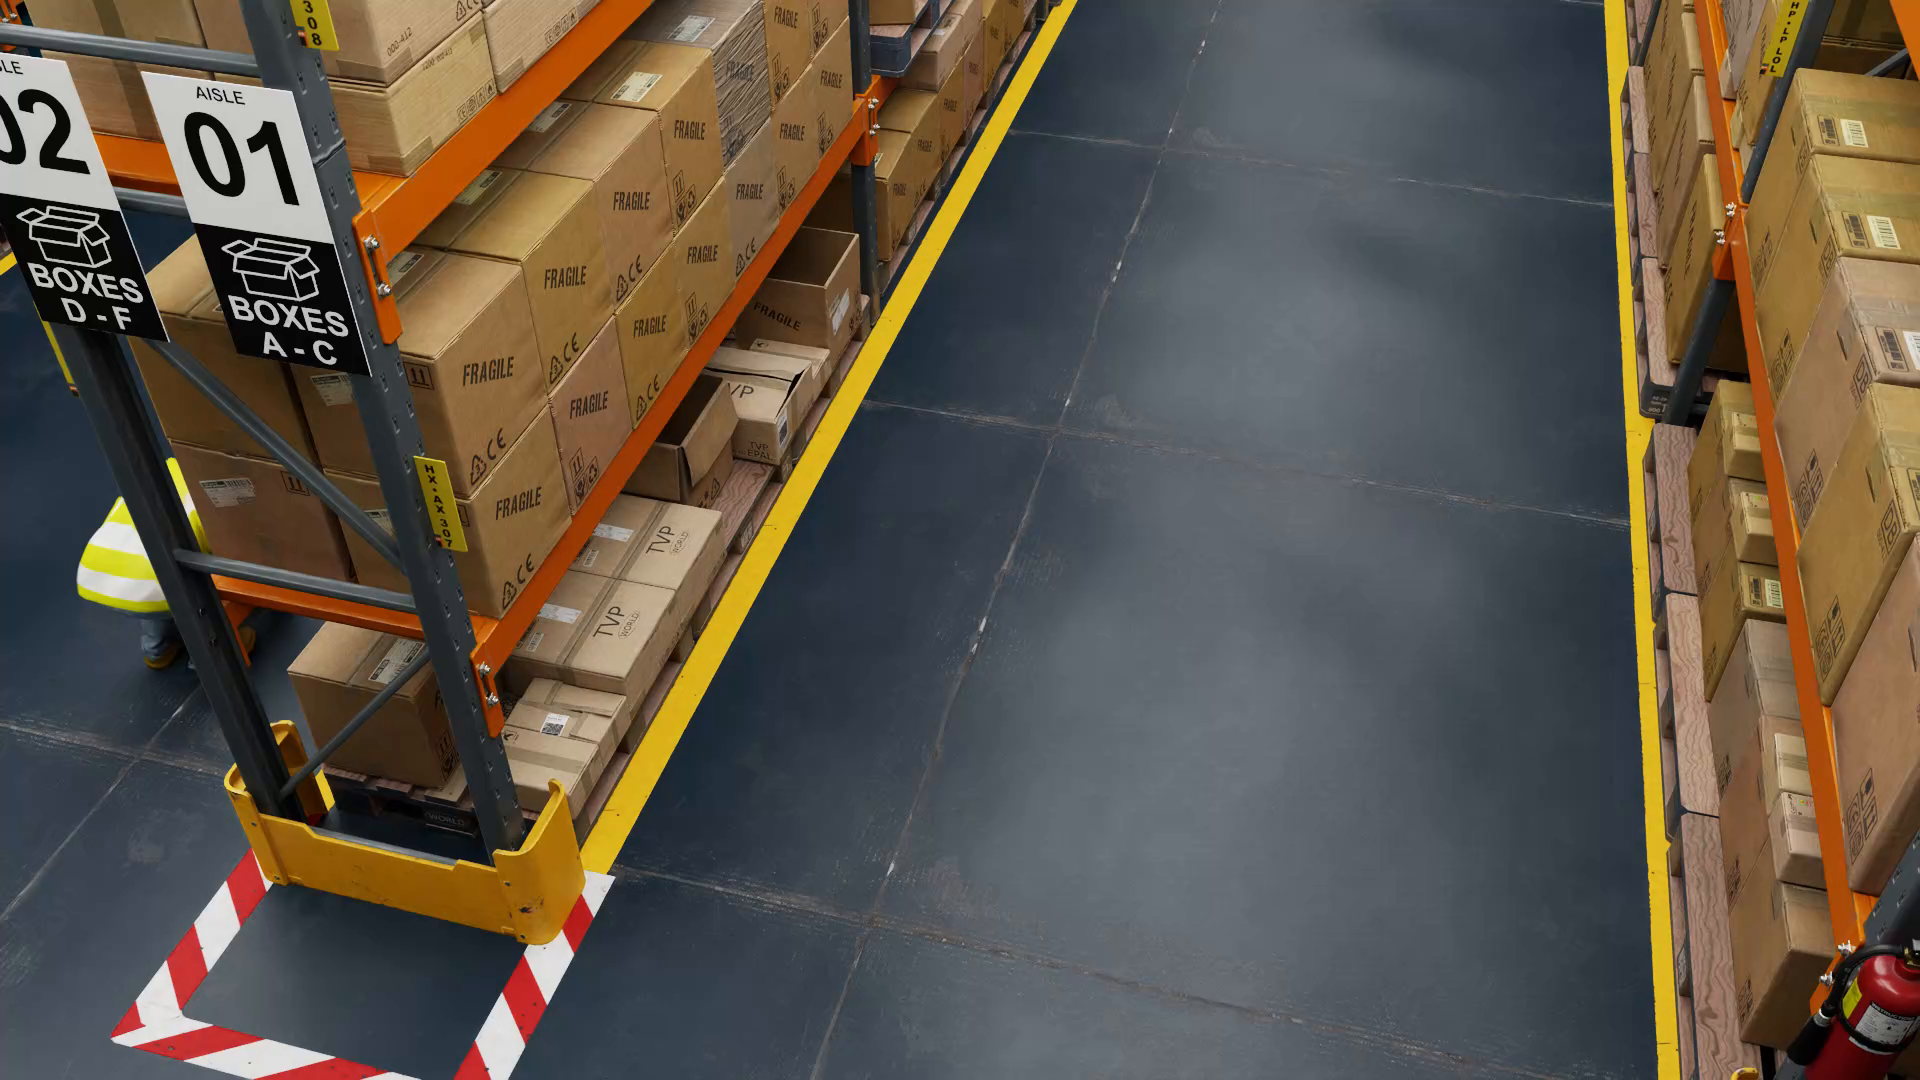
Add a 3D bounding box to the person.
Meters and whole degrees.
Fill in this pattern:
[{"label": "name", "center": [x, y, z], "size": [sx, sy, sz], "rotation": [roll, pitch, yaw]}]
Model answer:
[{"label": "person", "center": [-3.141, 0.064, 6.817], "size": [0.525, 0.822, 0.973], "rotation": [11, 42, 13]}]
